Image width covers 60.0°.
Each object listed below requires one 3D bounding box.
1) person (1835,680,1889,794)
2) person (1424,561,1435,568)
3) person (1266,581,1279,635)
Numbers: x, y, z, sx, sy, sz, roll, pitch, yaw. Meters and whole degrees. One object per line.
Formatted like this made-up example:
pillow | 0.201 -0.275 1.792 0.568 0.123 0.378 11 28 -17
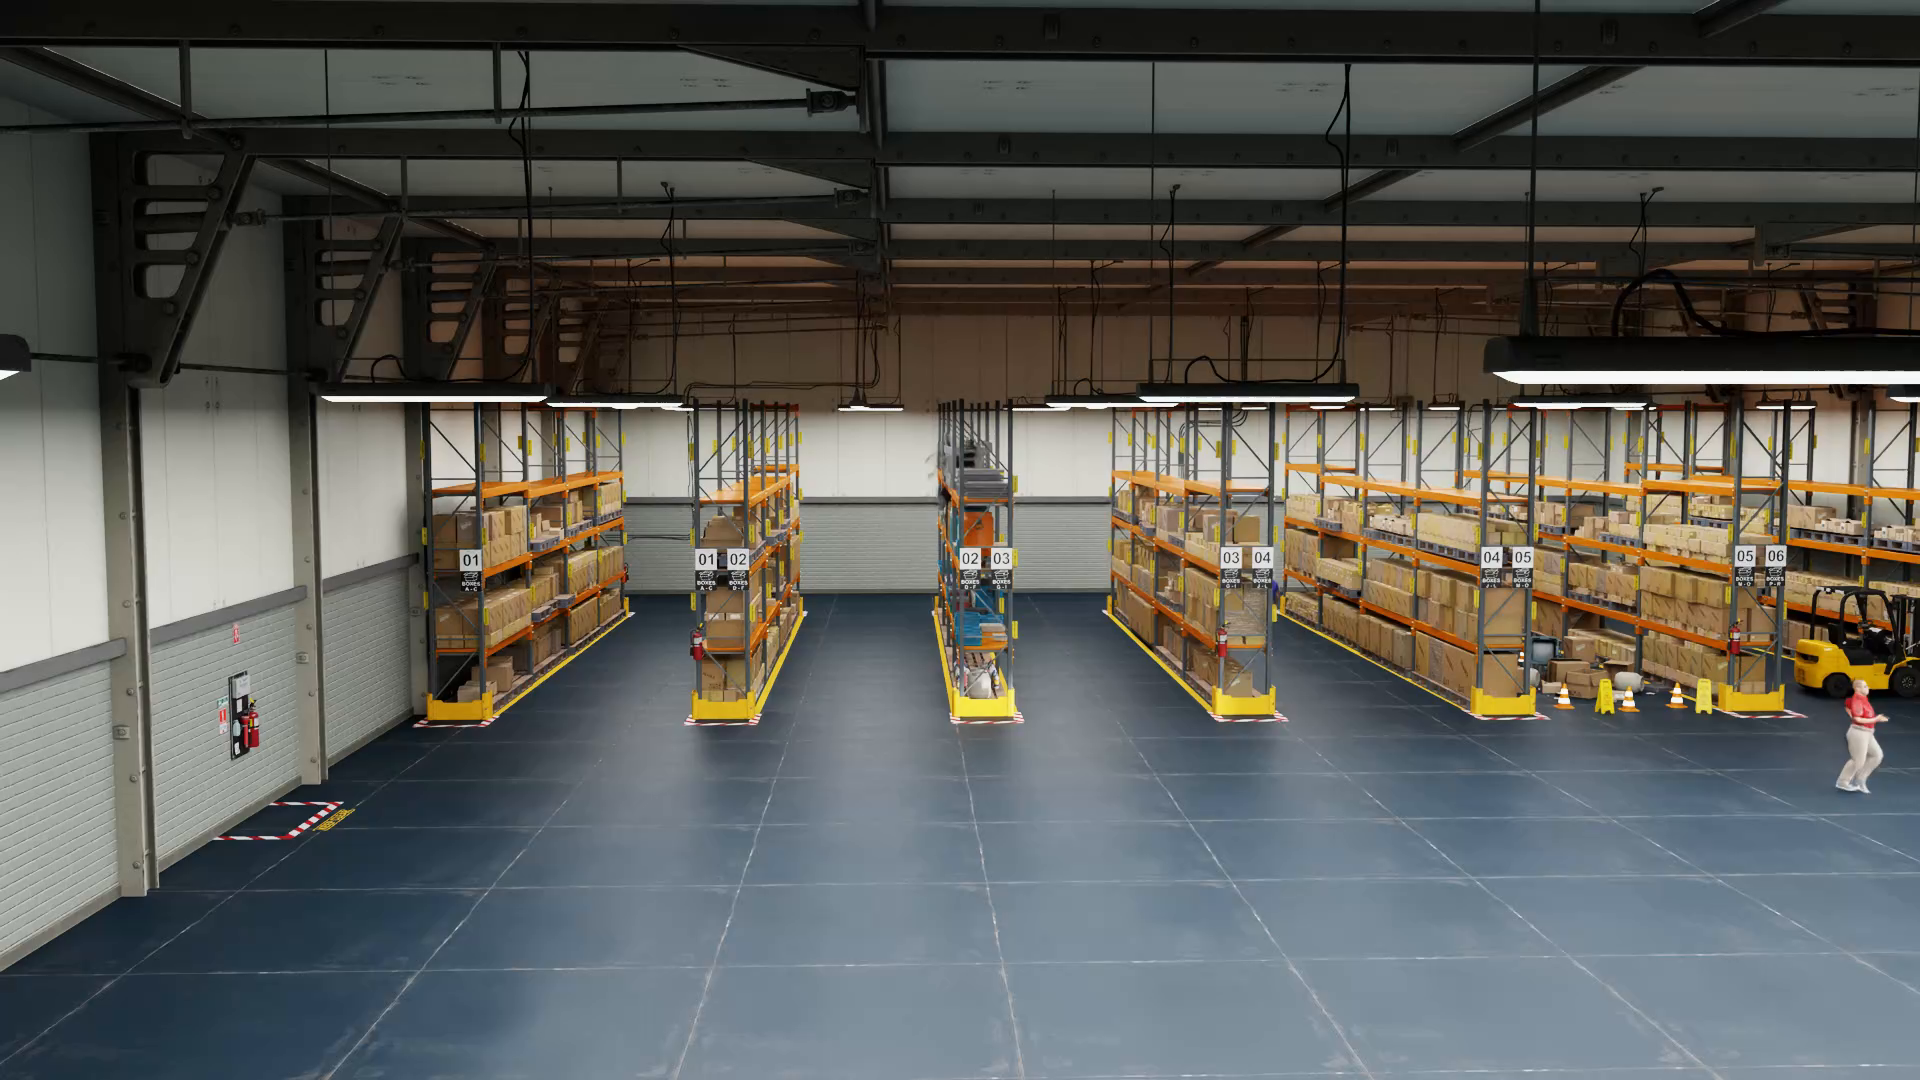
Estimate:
person | 13.601 3.016 25.018 0.675 1.696 0.642 3 6 38
person | 13.934 1.104 49.262 0.706 1.791 0.683 0 4 -2
person | 8.023 1.638 43.234 0.587 1.617 0.580 -1 4 -8
